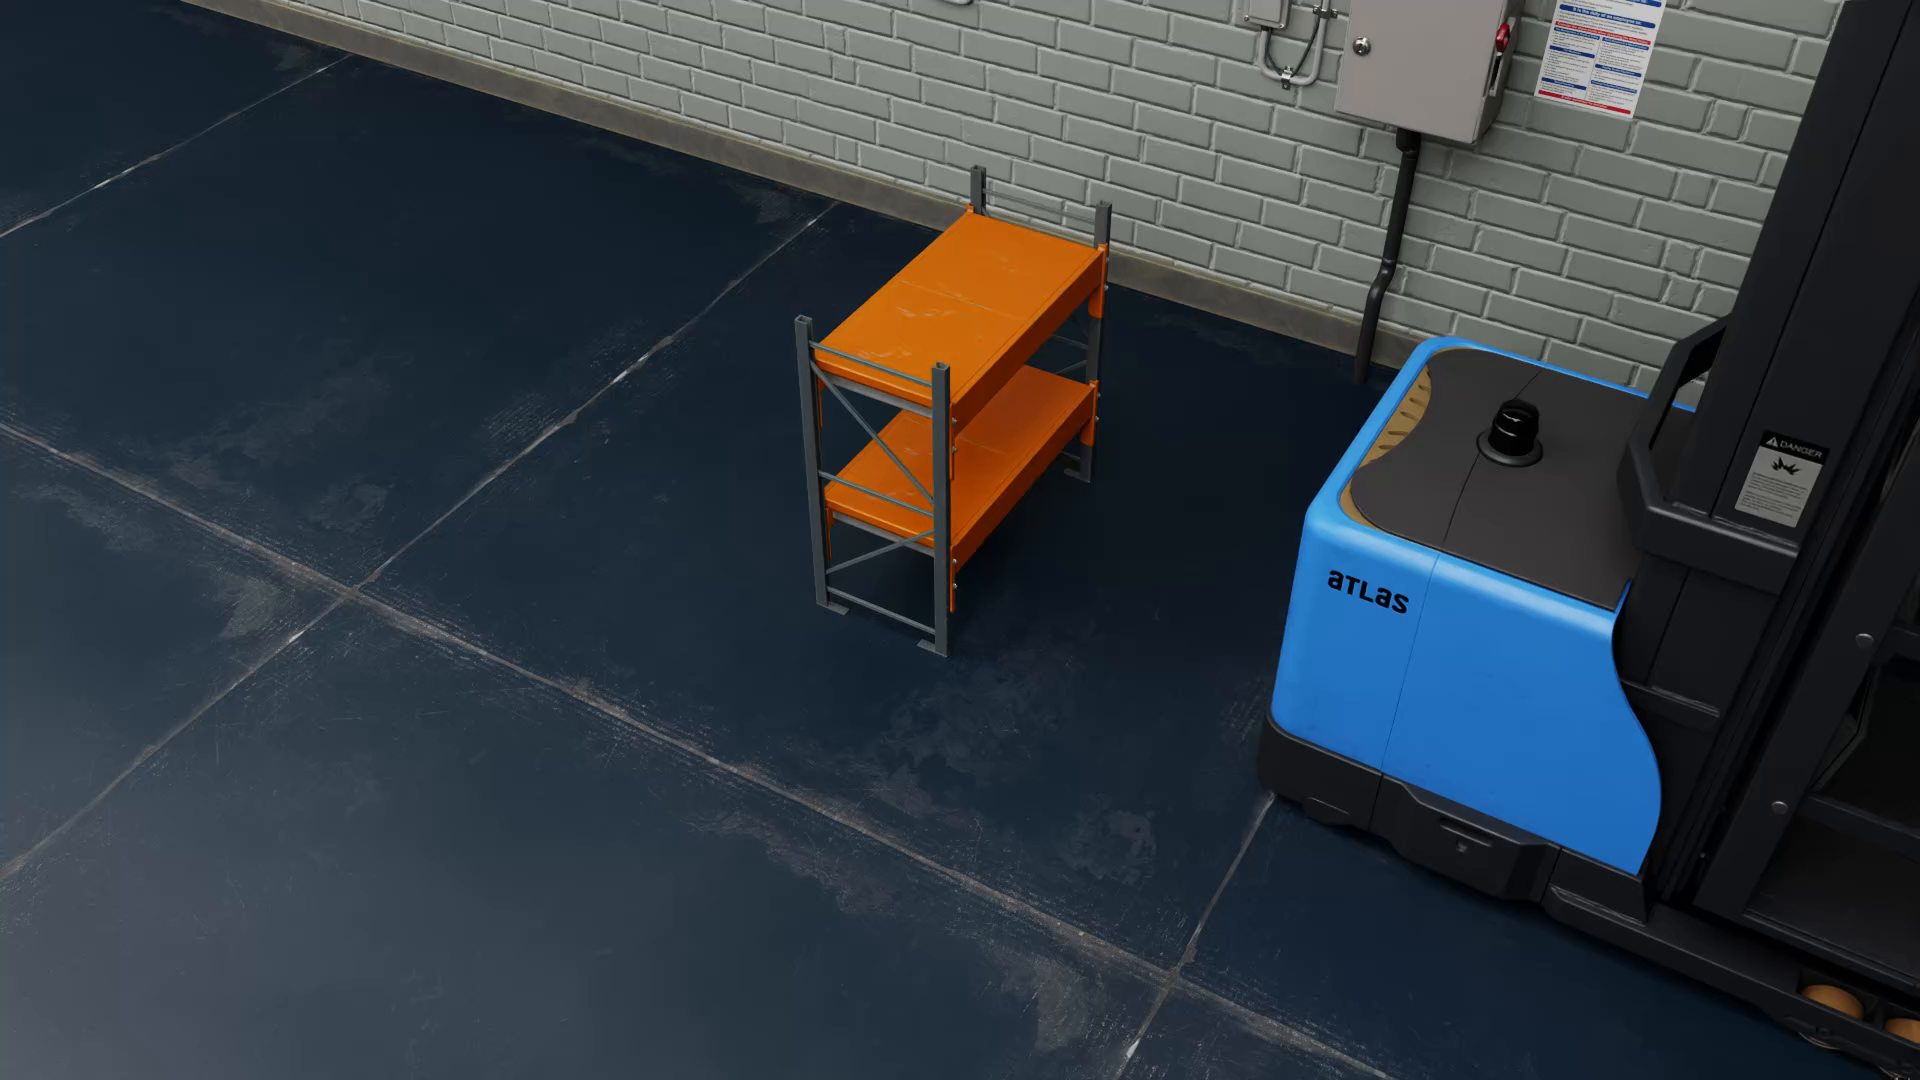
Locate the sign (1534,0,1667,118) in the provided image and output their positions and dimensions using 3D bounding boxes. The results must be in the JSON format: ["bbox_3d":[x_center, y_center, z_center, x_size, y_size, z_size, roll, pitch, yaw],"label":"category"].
[{"bbox_3d":[2.087,-1.637,5.411,0.329,0.494,0.001,21,45,22],"label":"sign"}]

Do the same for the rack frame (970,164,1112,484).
[{"bbox_3d":[0.258,-0.717,5.713,0.500,1.125,0.032,21,45,22],"label":"rack frame"}]

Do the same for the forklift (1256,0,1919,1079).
[{"bbox_3d":[2.399,-0.137,3.687,3.031,2.935,1.130,21,46,23],"label":"forklift"}]

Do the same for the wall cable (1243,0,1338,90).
[{"bbox_3d":[1.044,-2.414,5.453,0.588,1.984,0.122,21,45,22],"label":"wall cable"}]

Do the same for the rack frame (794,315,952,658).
[{"bbox_3d":[-0.251,-0.135,5.052,0.500,1.125,0.032,21,45,22],"label":"rack frame"}]

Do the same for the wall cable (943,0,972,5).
[{"bbox_3d":[-0.190,-2.889,5.968,0.585,1.953,0.123,21,45,22],"label":"wall cable"}]

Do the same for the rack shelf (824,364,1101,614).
[{"bbox_3d":[0.003,-0.243,5.544,0.538,0.278,1.000,21,45,22],"label":"rack shelf"}]

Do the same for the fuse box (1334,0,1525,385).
[{"bbox_3d":[1.555,-1.234,5.856,0.539,1.711,0.414,21,45,22],"label":"fuse box"}]

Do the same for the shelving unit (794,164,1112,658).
[{"bbox_3d":[0.003,-0.426,5.383,0.538,1.125,1.048,21,45,22],"label":"shelving unit"}]

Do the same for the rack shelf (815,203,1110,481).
[{"bbox_3d":[0.003,-0.646,5.189,0.538,0.278,1.000,21,45,22],"label":"rack shelf"}]
